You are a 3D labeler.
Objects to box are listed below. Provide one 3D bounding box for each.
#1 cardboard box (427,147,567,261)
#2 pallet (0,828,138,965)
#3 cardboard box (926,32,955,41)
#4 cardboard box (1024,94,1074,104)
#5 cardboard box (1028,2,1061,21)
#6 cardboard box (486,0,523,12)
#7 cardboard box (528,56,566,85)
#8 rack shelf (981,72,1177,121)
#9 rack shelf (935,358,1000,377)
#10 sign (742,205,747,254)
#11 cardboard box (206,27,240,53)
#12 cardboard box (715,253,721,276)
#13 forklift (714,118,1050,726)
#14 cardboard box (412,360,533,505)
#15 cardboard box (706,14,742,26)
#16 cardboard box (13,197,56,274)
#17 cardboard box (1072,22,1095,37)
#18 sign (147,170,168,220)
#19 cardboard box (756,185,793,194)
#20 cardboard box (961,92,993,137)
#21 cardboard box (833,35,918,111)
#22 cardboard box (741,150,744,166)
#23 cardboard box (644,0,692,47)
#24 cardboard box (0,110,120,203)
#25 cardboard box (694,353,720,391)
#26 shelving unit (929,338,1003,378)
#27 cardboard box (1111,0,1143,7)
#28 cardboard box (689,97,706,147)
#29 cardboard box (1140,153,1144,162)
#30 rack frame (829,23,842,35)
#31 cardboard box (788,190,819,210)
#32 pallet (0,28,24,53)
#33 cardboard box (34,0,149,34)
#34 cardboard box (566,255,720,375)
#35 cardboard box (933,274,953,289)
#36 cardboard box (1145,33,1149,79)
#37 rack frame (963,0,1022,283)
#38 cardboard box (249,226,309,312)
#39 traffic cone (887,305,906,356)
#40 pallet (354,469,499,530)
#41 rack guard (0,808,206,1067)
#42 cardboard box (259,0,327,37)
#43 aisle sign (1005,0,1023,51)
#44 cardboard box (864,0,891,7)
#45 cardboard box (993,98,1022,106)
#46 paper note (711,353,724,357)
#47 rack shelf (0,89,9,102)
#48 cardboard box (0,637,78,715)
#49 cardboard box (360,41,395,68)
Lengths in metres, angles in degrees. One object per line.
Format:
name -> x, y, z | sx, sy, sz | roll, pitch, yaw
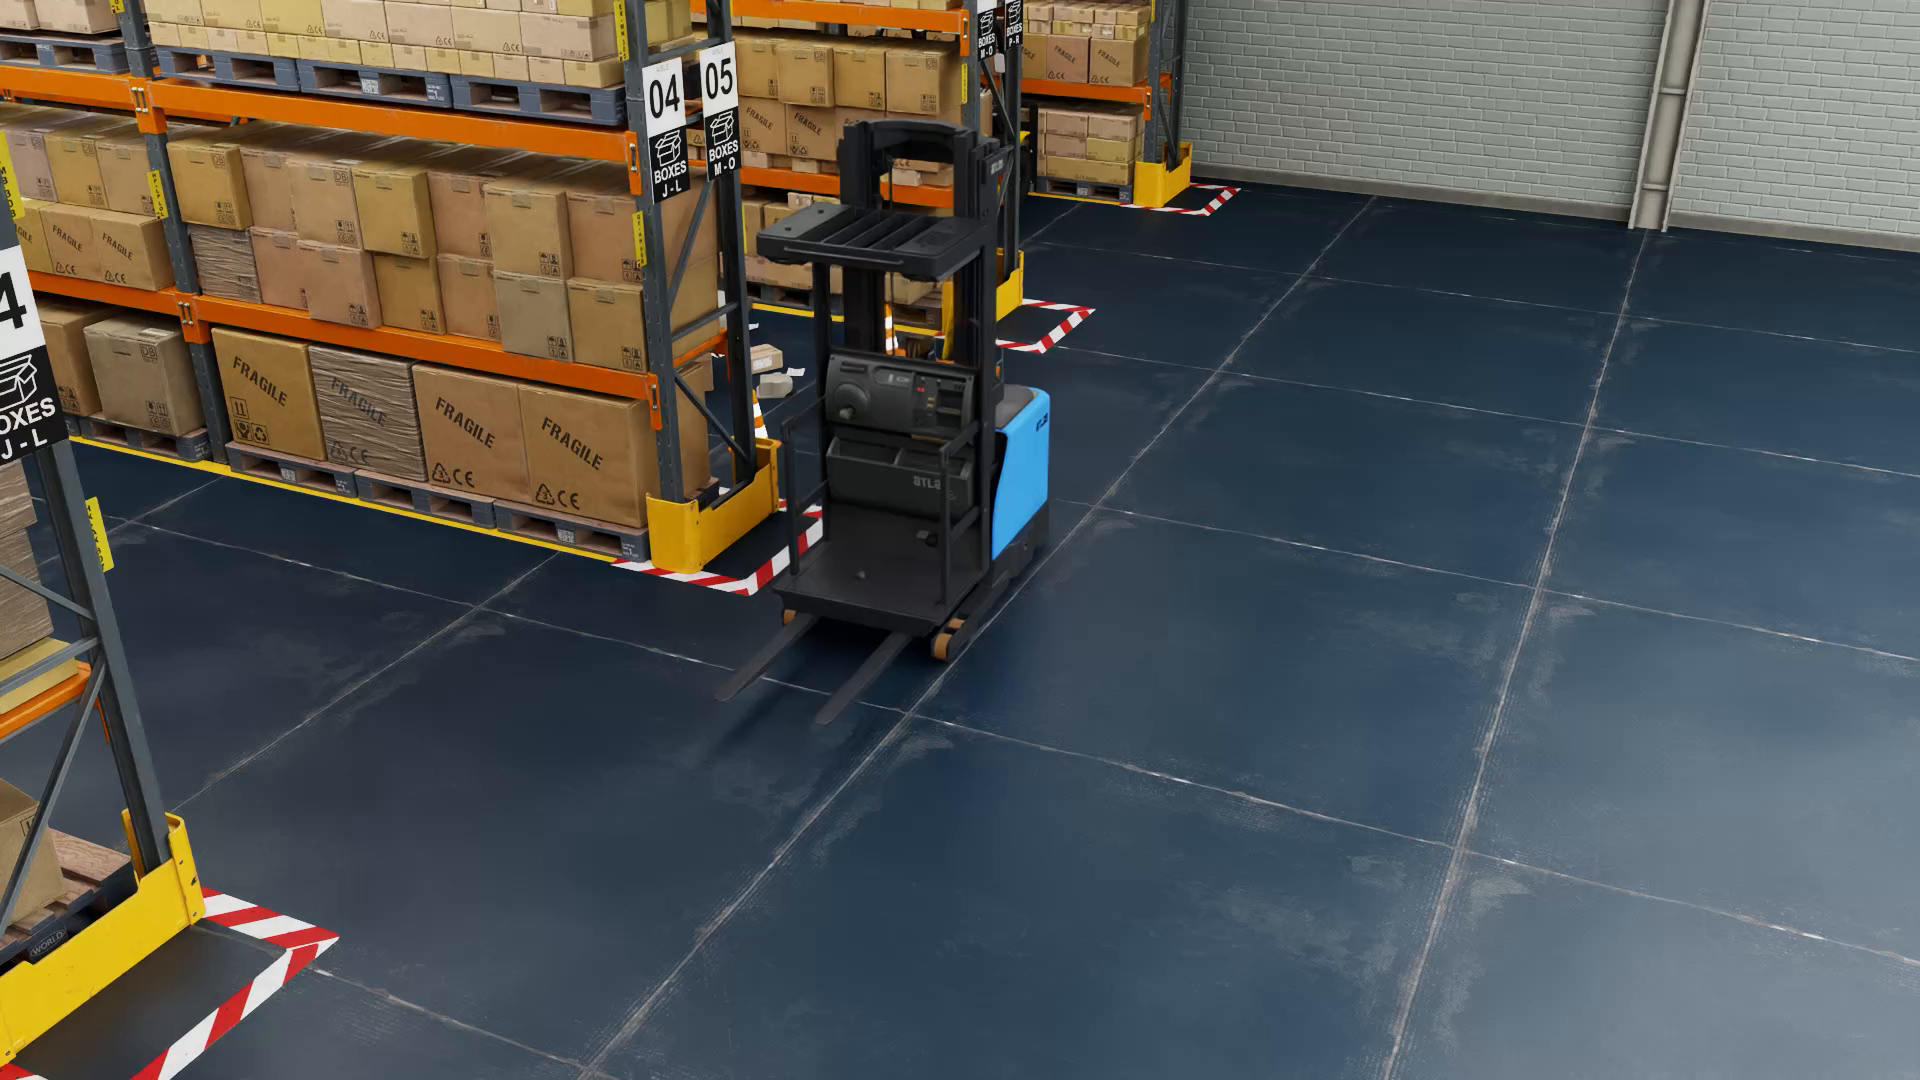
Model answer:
cardboard box -> -2.984, -2.238, 11.008 | 0.550, 0.550, 0.875 | 11, 28, 22
pallet -> -4.609, 1.668, 7.624 | 1.213, 0.211, 1.003 | 11, 28, 22
cardboard box -> -0.064, -5.797, 19.516 | 0.500, 0.500, 0.500 | 11, 28, 21
cardboard box -> 1.072, -5.141, 19.801 | 0.500, 0.250, 0.500 | 11, 28, 21
cardboard box -> 0.960, -5.986, 18.828 | 0.250, 0.149, 0.380 | 12, 29, 23
cardboard box -> -2.577, -3.225, 9.801 | 0.250, 0.149, 0.380 | 12, 29, 23
cardboard box -> -2.342, -2.820, 9.881 | 0.250, 0.149, 0.380 | 12, 29, 22
rack shelf -> 0.518, -5.431, 19.699 | 4.000, 0.370, 1.077 | 11, 28, 22
rack shelf -> 0.013, -1.100, 11.236 | 0.480, 0.148, 0.258 | 10, 28, 20
sign -> -1.434, -2.028, 10.904 | 0.005, 0.325, 0.100 | 11, 28, 22
cardboard box -> -4.657, -3.284, 10.824 | 0.250, 0.149, 0.380 | 11, 28, 22
cardboard box -> -2.438, -2.768, 16.114 | 0.500, 0.250, 0.500 | 13, 29, 25
forklift -> -0.438, -0.813, 9.584 | 1.130, 2.935, 3.031 | 10, 28, 20
cardboard box -> -3.116, -0.875, 11.562 | 0.875, 0.875, 0.875 | 11, 28, 21
cardboard box -> -2.790, -6.450, 20.559 | 0.500, 0.250, 0.500 | 12, 29, 23
cardboard box -> -6.817, -2.331, 12.476 | 0.500, 0.500, 0.500 | 12, 29, 22
cardboard box -> 1.451, -5.781, 18.749 | 0.250, 0.149, 0.380 | 12, 29, 23
sign -> -5.527, -2.378, 11.462 | 0.005, 0.325, 0.100 | 11, 28, 22
cardboard box -> -1.775, -3.229, 16.200 | 0.500, 0.500, 0.500 | 13, 29, 24
cardboard box -> -0.029, -3.768, 15.057 | 0.500, 0.500, 0.500 | 11, 28, 21
cardboard box -> -0.726, -4.119, 14.639 | 0.500, 0.500, 0.700 | 12, 29, 22
cardboard box -> -2.039, -3.586, 15.421 | 0.250, 0.149, 0.380 | 12, 28, 22
cardboard box -> -2.003, -3.219, 10.241 | 0.500, 0.250, 0.500 | 11, 28, 22
cardboard box -> -6.694, -2.881, 12.462 | 0.500, 0.500, 0.700 | 12, 28, 22
cardboard box -> -2.359, -1.575, 13.878 | 0.637, 0.503, 0.797 | -7, 27, -14
shelving unit -> 0.013, -0.747, 11.410 | 0.503, 1.200, 0.258 | 10, 28, 20
cardboard box -> 1.905, -6.078, 19.015 | 0.250, 0.149, 0.380 | 12, 29, 24
cardboard box -> -2.150, -3.929, 15.384 | 0.500, 0.500, 0.500 | 11, 28, 21
cardboard box -> 1.973, -4.511, 19.654 | 0.500, 0.250, 0.500 | 11, 28, 22
rack frame -> -1.303, -6.119, 20.283 | 0.127, 3.000, 1.000 | 11, 28, 22
cardboard box -> -1.378, -3.151, 15.309 | 0.250, 0.149, 0.380 | 13, 29, 24
pallet -> -7.325, -3.807, 12.403 | 1.213, 0.211, 1.003 | 13, 29, 24
cardboard box -> -6.020, -3.690, 11.535 | 0.500, 0.250, 0.500 | 12, 29, 22
cardboard box -> -2.026, -1.499, 10.730 | 0.550, 0.550, 0.875 | 11, 28, 22
cardboard box -> -0.332, -2.605, 15.782 | 0.500, 0.250, 0.500 | 11, 28, 21
cardboard box -> 2.003, -5.635, 19.186 | 0.500, 0.500, 0.500 | 12, 29, 23
rack frame -> 0.287, -3.391, 14.742 | 0.127, 3.000, 1.000 | 11, 28, 22
cardboard box -> -4.460, -2.027, 11.801 | 0.550, 0.550, 0.875 | 11, 28, 22
traffic cone -> -0.638, -1.813, 14.409 | 0.334, 0.463, 0.336 | 11, 28, 22
pallet -> -3.536, -0.470, 11.965 | 1.213, 0.211, 1.003 | 11, 28, 22
rack guard -> -3.884, 1.701, 7.229 | 0.348, 0.500, 1.175 | 11, 28, 22
cardboard box -> -4.062, -3.373, 10.554 | 0.500, 0.250, 0.500 | 11, 28, 21
aisle sign -> 0.472, -4.671, 14.398 | 0.004, 0.787, 0.394 | 11, 28, 22
cardboard box -> -0.621, -4.672, 14.231 | 0.250, 0.149, 0.380 | 12, 29, 23
cardboard box -> 0.402, -5.025, 19.566 | 0.500, 0.250, 0.500 | 11, 28, 21
paper note -> -2.108, -1.642, 14.564 | 0.142, 0.019, 0.148 | 23, 35, 39
rack shelf -> -12.457, -5.628, 20.100 | 4.000, 0.370, 1.077 | 11, 28, 22
cardboard box -> -3.975, 0.558, 7.005 | 0.250, 0.149, 0.380 | 11, 28, 22
cardboard box -> -3.501, -3.052, 10.354 | 0.250, 0.149, 0.380 | 12, 29, 22
